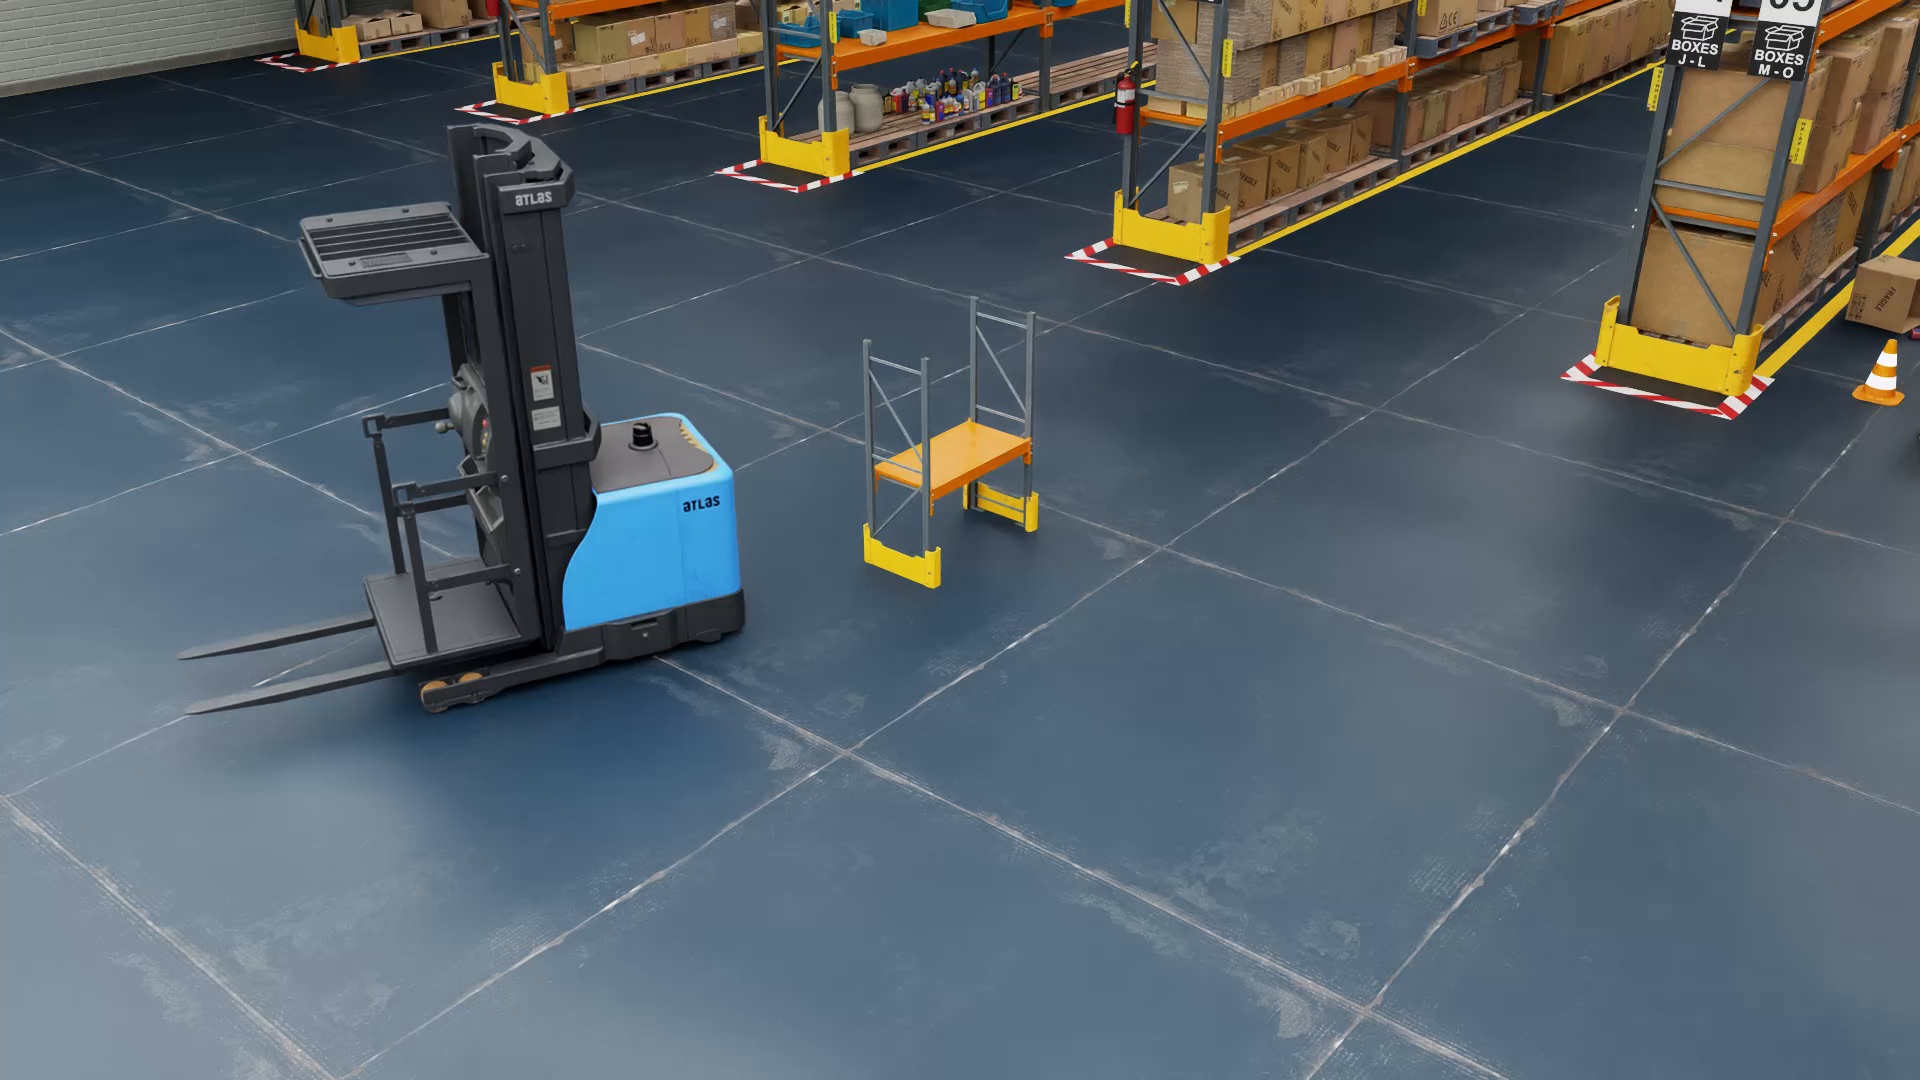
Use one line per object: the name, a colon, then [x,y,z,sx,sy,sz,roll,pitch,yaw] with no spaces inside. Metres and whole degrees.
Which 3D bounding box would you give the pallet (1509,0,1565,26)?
pallet: [6.734,-6.641,20.663,1.213,0.211,1.003,21,34,34]

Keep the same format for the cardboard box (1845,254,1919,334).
cardboard box: [8.128,-2.147,14.485,0.500,0.500,0.500,-21,34,-35]

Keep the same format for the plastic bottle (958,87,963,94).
plastic bottle: [0.035,-5.508,20.741,0.061,0.283,0.133,21,34,34]

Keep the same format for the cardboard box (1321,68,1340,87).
cardboard box: [3.685,-4.791,17.151,0.380,0.149,0.250,21,34,34]

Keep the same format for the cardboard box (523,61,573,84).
cardboard box: [-5.512,-6.312,22.354,0.500,0.250,0.500,21,34,34]

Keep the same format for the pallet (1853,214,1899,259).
pallet: [8.756,-3.163,16.767,1.003,0.211,1.213,21,34,34]

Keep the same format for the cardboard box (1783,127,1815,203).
cardboard box: [6.313,-3.101,13.448,0.875,0.550,0.550,21,34,34]

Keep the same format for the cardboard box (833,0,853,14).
cardboard box: [-1.975,-8.136,25.270,0.500,0.311,0.500,19,33,33]

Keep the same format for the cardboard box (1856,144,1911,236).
cardboard box: [8.649,-3.540,16.452,1.050,0.750,0.750,21,34,34]

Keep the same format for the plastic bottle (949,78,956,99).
plastic bottle: [-0.094,-5.771,21.264,0.097,0.271,0.097,0,27,0]

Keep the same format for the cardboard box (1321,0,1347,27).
cardboard box: [3.530,-5.442,16.615,0.500,0.500,0.500,21,34,34]

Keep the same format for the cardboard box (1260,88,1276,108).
cardboard box: [2.869,-4.355,16.310,0.380,0.149,0.250,21,34,34]

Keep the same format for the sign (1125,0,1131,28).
sign: [1.601,-4.998,15.674,0.100,0.325,0.005,21,34,34]

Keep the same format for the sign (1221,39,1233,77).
sign: [2.435,-4.400,15.180,0.100,0.325,0.005,21,34,34]

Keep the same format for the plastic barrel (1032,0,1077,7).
plastic barrel: [1.218,-7.310,21.203,0.600,0.901,0.708,21,34,34]

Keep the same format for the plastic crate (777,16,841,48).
plastic crate: [-1.718,-5.820,19.030,0.499,0.251,0.616,21,34,34]

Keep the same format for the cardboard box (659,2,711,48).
cardboard box: [-3.850,-7.206,23.266,0.500,0.500,0.500,21,34,34]

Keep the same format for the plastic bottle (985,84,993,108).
plastic bottle: [0.358,-5.578,20.877,0.061,0.283,0.133,23,35,38]

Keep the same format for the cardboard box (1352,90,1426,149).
cardboard box: [4.968,-4.888,19.308,0.700,0.500,0.500,18,32,31]

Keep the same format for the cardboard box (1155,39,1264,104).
cardboard box: [2.387,-4.537,15.955,0.875,0.500,0.500,21,34,34]

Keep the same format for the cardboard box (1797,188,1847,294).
cardboard box: [7.299,-2.826,14.935,0.875,0.875,0.875,21,34,35]

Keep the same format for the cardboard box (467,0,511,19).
cardboard box: [-7.535,-8.640,26.561,0.500,0.500,0.500,18,32,31]

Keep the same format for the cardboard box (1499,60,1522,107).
cardboard box: [6.694,-5.852,21.171,0.700,0.500,0.500,19,33,32]

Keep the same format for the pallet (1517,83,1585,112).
pallet: [7.664,-6.029,22.306,1.003,0.211,1.213,21,34,34]

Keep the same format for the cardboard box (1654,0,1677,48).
cardboard box: [10.131,-7.882,24.708,0.875,0.875,0.875,21,34,34]

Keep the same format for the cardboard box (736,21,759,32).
cardboard box: [-3.041,-7.685,25.009,0.500,0.250,0.500,20,34,34]

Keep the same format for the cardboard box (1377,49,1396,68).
cardboard box: [4.484,-5.232,18.005,0.380,0.149,0.250,21,34,34]

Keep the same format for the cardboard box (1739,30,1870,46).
cardboard box: [7.022,-3.961,13.936,0.875,0.550,0.500,21,34,34]

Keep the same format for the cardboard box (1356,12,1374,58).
cardboard box: [3.881,-5.460,17.739,0.875,0.500,0.500,21,34,34]

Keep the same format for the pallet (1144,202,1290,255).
pallet: [2.609,-3.240,16.915,1.003,0.211,1.213,21,34,34]

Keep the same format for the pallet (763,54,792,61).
pallet: [-2.643,-7.523,25.193,1.003,0.211,1.213,21,34,34]

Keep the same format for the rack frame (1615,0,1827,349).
rack frame: [5.779,-2.688,12.814,1.000,3.000,0.127,21,34,34]

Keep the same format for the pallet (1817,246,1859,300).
pallet: [7.780,-2.621,15.719,1.003,0.211,1.213,21,34,34]

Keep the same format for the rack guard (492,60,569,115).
rack guard: [-5.641,-5.951,21.842,1.175,0.500,0.348,21,34,34]

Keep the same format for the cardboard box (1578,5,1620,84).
cardboard box: [8.133,-6.805,22.627,1.225,0.875,0.875,21,34,35]

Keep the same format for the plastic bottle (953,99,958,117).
plastic bottle: [-0.067,-5.318,20.463,0.097,0.201,0.097,0,27,0]

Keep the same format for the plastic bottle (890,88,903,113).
plastic bottle: [-0.794,-5.467,20.672,0.152,0.276,0.135,21,34,35]

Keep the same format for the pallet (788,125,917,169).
pallet: [-1.273,-4.710,19.756,1.003,0.211,1.213,21,34,34]

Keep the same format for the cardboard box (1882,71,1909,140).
cardboard box: [8.098,-4.039,15.261,0.875,0.550,0.550,21,34,34]

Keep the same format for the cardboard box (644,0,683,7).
cardboard box: [-4.254,-7.359,23.562,0.500,0.500,0.500,21,34,34]

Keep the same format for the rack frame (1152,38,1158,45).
rack frame: [3.283,-8.458,23.966,1.000,3.000,0.127,21,34,34]

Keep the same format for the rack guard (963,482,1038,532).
rack guard: [0.268,-0.261,11.114,0.587,0.250,0.087,21,34,34]

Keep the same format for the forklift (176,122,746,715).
forklift: [-2.818,-0.641,8.930,3.031,2.935,1.130,-13,30,-23]

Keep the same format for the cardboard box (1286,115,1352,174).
cardboard box: [3.917,-4.333,18.256,0.500,0.500,0.500,-16,31,-28]

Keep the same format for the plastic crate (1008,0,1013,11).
plastic crate: [0.308,-6.863,20.952,0.767,0.338,0.504,21,34,34]

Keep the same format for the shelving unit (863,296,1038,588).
shelving unit: [-0.048,-0.639,10.485,0.587,1.500,1.083,21,34,34]

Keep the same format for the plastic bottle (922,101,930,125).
plastic bottle: [-0.412,-5.157,20.076,0.097,0.271,0.097,0,27,0]

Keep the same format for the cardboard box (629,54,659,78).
cardboard box: [-4.479,-6.516,22.749,0.500,0.250,0.500,21,34,34]

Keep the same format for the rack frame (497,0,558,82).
rack frame: [-5.625,-7.070,21.284,1.000,3.000,0.127,21,34,34]

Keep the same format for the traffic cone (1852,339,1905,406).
traffic cone: [7.213,-1.335,12.958,0.336,0.463,0.334,21,34,34]

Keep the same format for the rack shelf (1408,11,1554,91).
rack shelf: [5.833,-5.981,19.963,1.077,0.370,4.000,21,34,34]

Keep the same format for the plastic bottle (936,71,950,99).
plastic bottle: [-0.215,-5.826,21.284,0.144,0.351,0.185,19,33,32]
